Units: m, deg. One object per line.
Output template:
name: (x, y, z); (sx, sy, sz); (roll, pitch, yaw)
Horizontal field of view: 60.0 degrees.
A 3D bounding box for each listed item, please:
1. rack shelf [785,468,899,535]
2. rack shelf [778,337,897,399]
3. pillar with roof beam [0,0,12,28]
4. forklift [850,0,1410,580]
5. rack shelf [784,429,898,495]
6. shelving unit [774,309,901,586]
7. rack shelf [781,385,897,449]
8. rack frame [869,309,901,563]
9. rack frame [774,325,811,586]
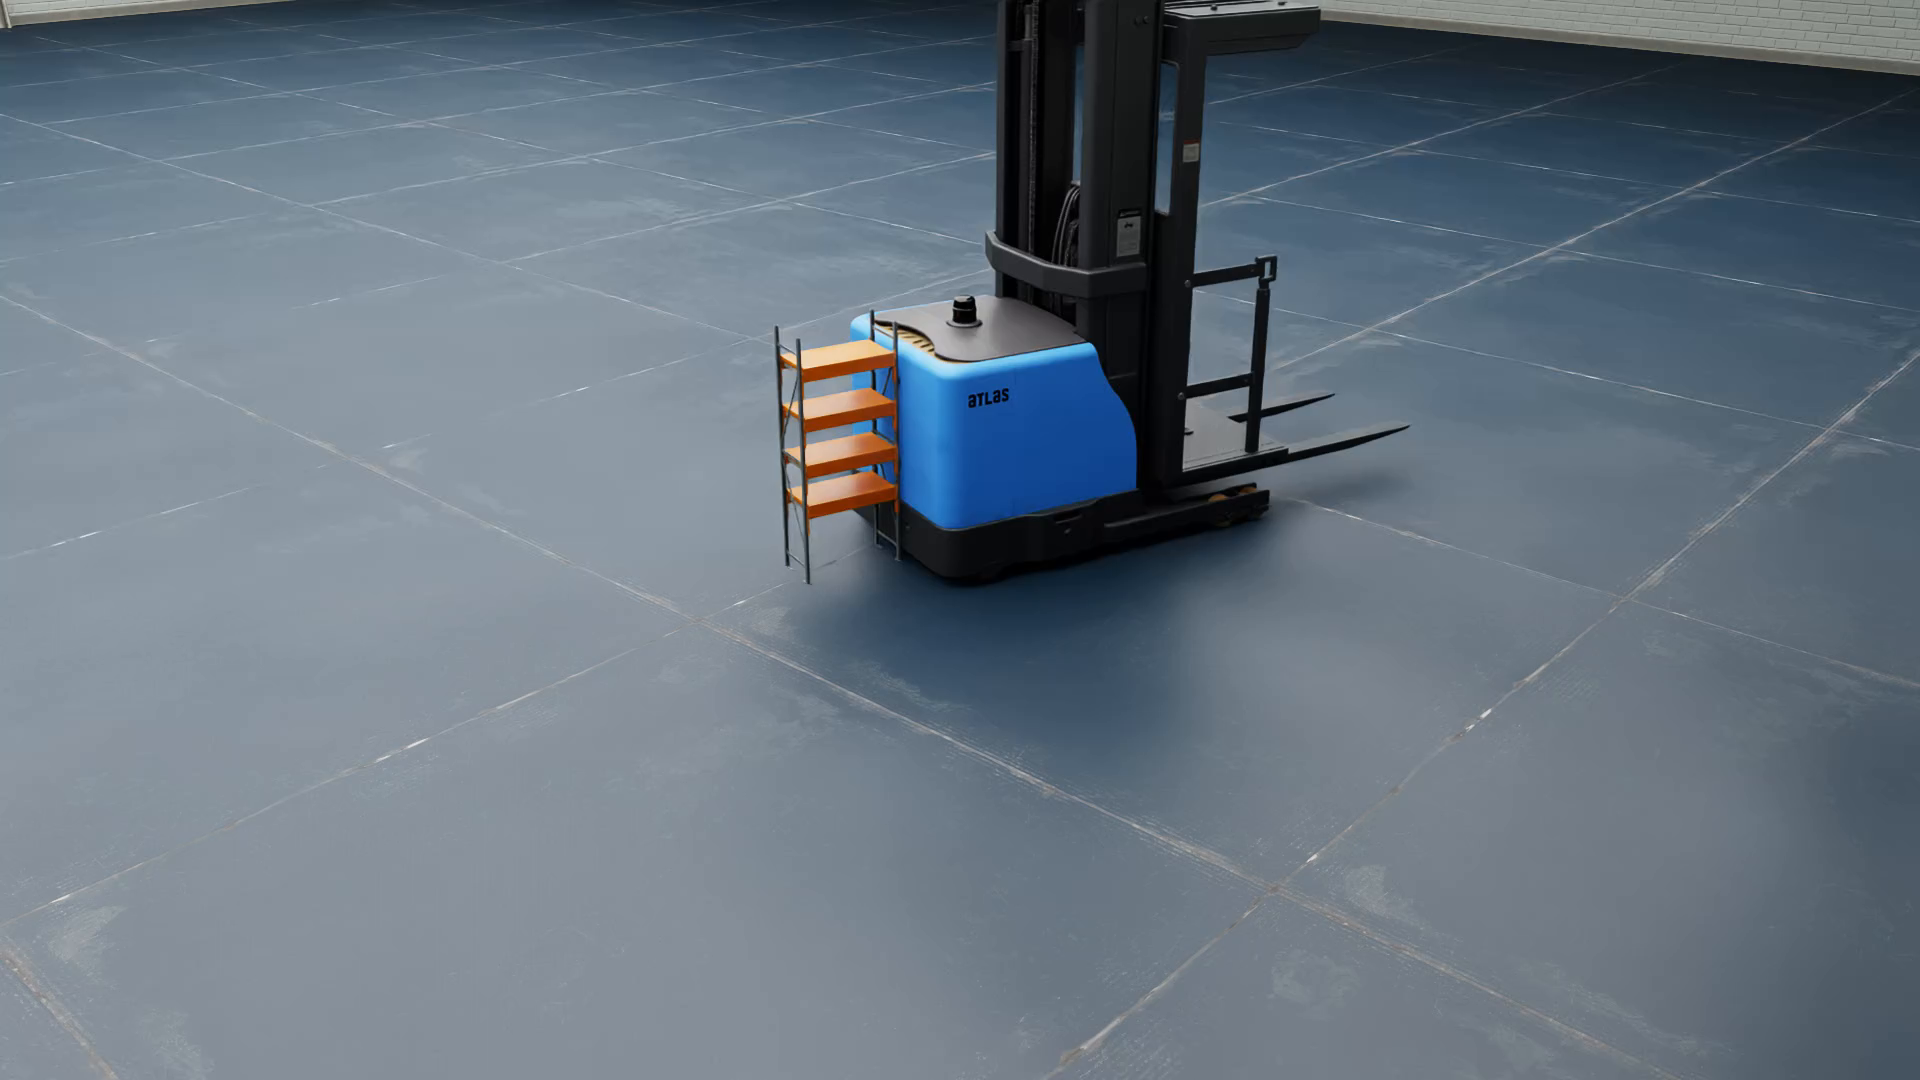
rack shelf: (-0.560, -0.186, 7.848); (0.480, 0.148, 0.258); (-14, 28, -28)
rack shelf: (-0.560, -0.787, 7.579); (0.480, 0.148, 0.258); (-14, 28, -28)
pillar with roof beam: (-12.072, -11.034, 21.861); (9.100, 9.000, 0.400); (20, 31, 38)
forklift: (0.990, -1.575, 8.180); (3.031, 2.935, 1.130); (-13, 27, -27)
rack shelf: (-0.560, -0.367, 7.767); (0.480, 0.148, 0.258); (-14, 28, -28)
shelving unit: (-0.560, -0.429, 7.739); (0.503, 1.200, 0.258); (-14, 28, -28)
rack shelf: (-0.560, -0.571, 7.675); (0.480, 0.148, 0.258); (-14, 28, -28)
rack frame: (-0.351, -0.481, 7.855); (0.015, 1.200, 0.240); (-14, 28, -28)
rack frame: (-0.768, -0.377, 7.623); (0.015, 1.200, 0.240); (-14, 28, -28)
